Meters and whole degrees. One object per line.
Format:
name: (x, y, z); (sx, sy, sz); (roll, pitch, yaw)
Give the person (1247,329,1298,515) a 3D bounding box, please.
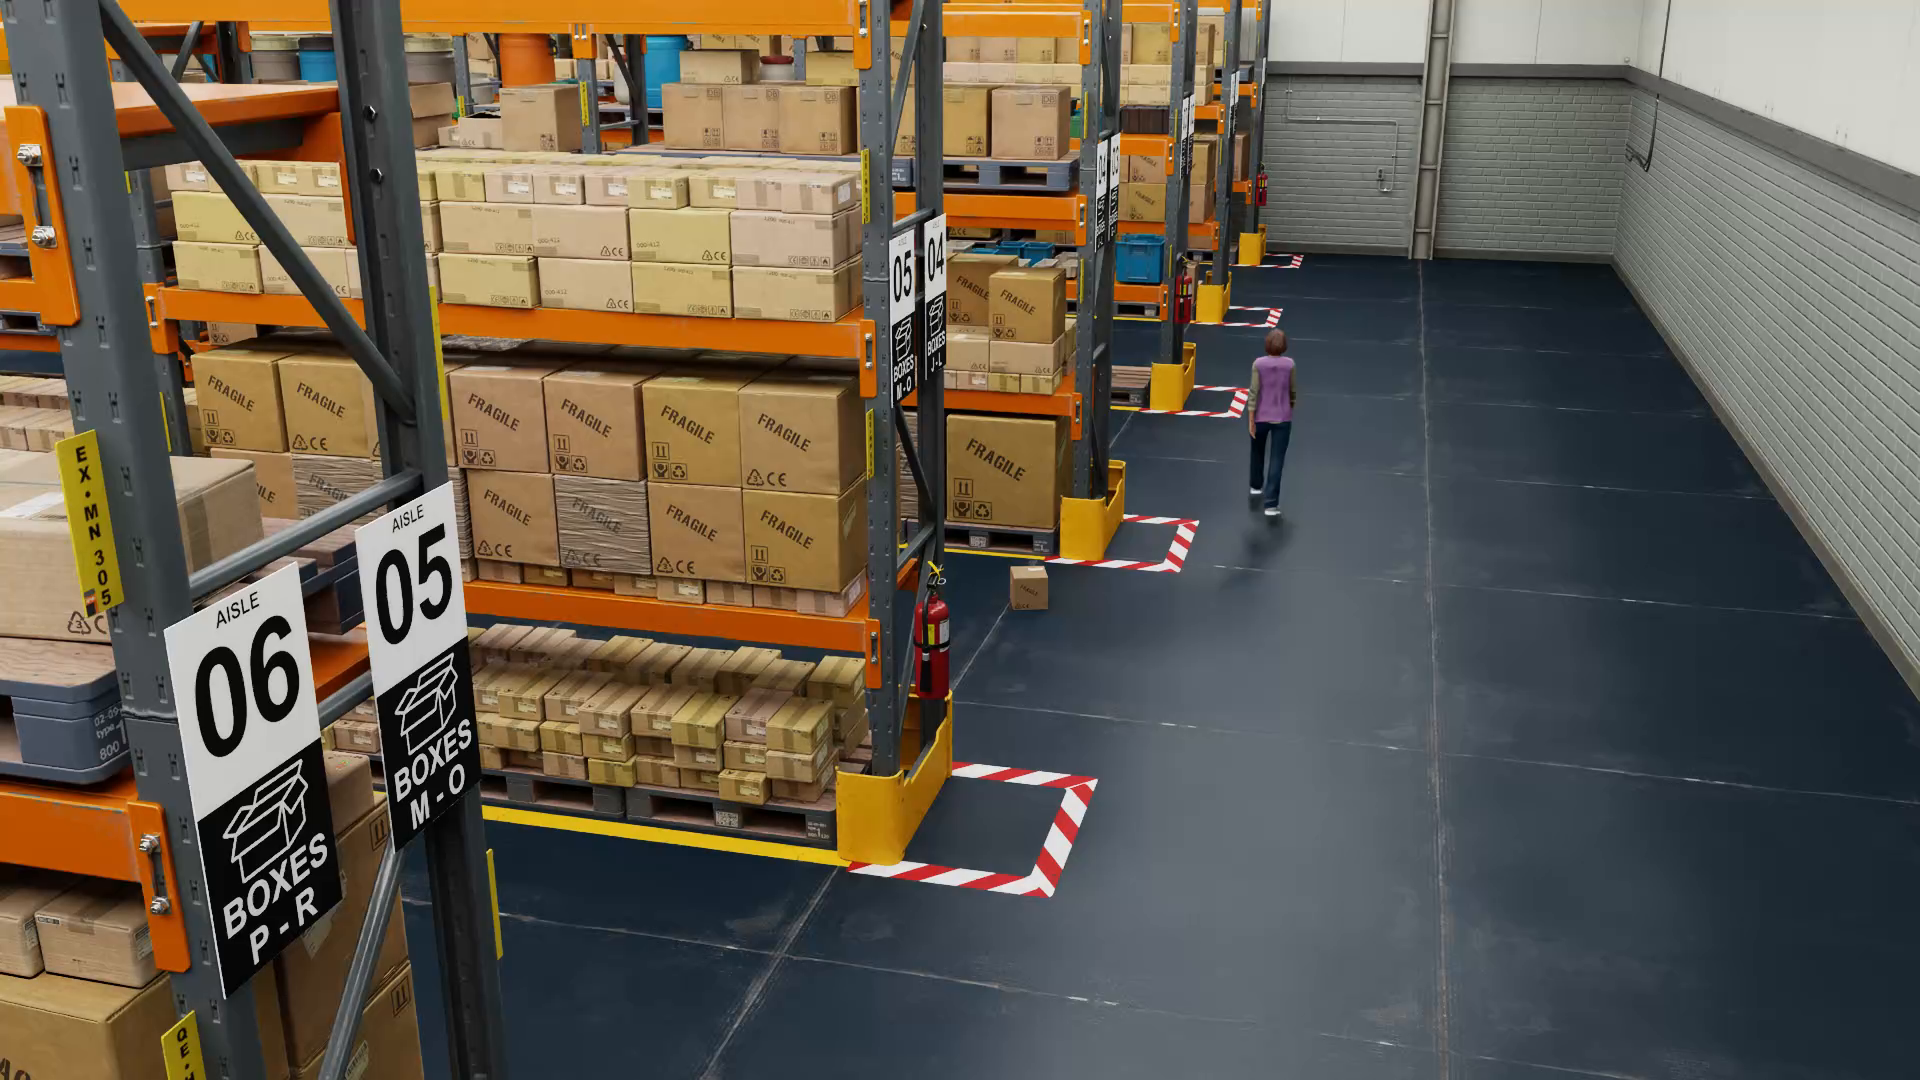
person: (2.649, -1.045, 14.131); (0.410, 1.545, 0.929); (4, 19, 12)
